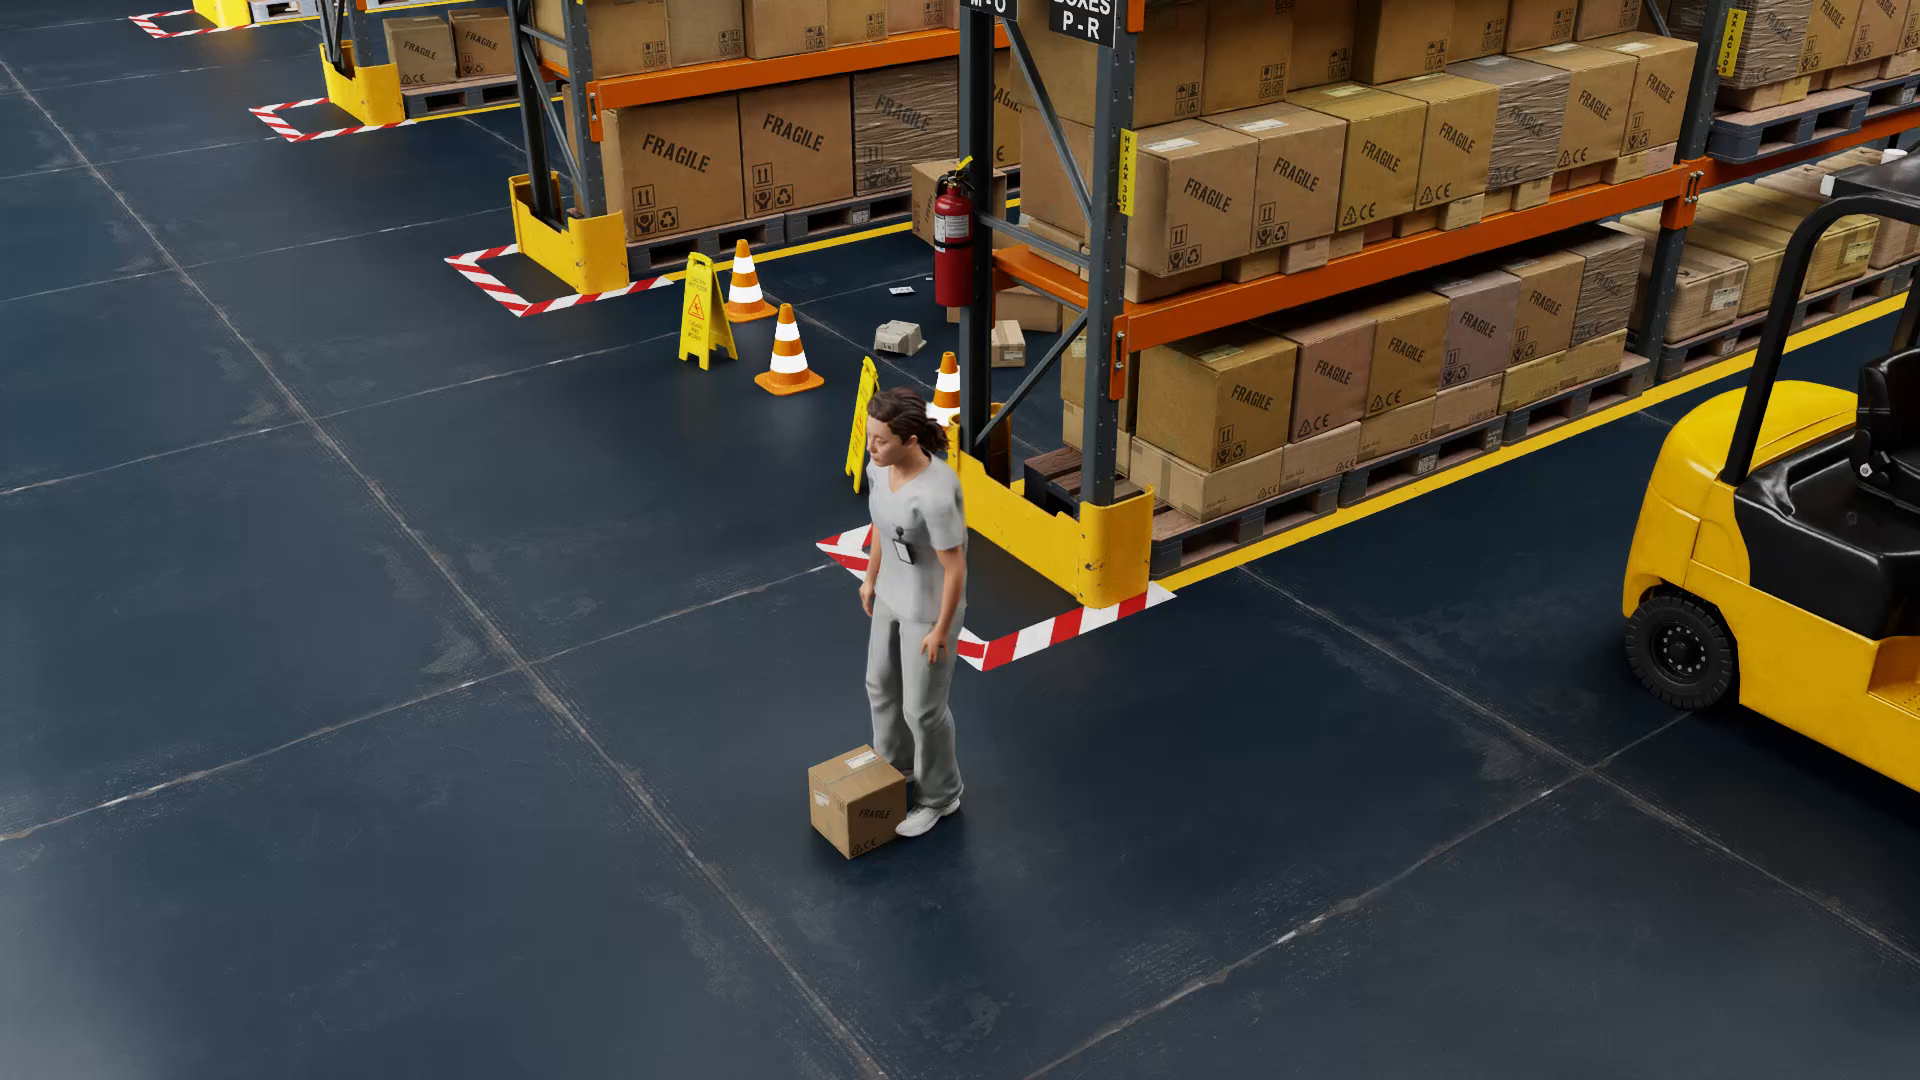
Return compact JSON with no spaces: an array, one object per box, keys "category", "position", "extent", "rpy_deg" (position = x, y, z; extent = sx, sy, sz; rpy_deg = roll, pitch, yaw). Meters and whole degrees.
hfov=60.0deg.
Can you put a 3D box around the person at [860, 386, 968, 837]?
[{"category":"person","position":[-0.168,0.231,5.703],"extent":[0.354,1.673,0.490],"rpy_deg":[-19,34,-31]}]
